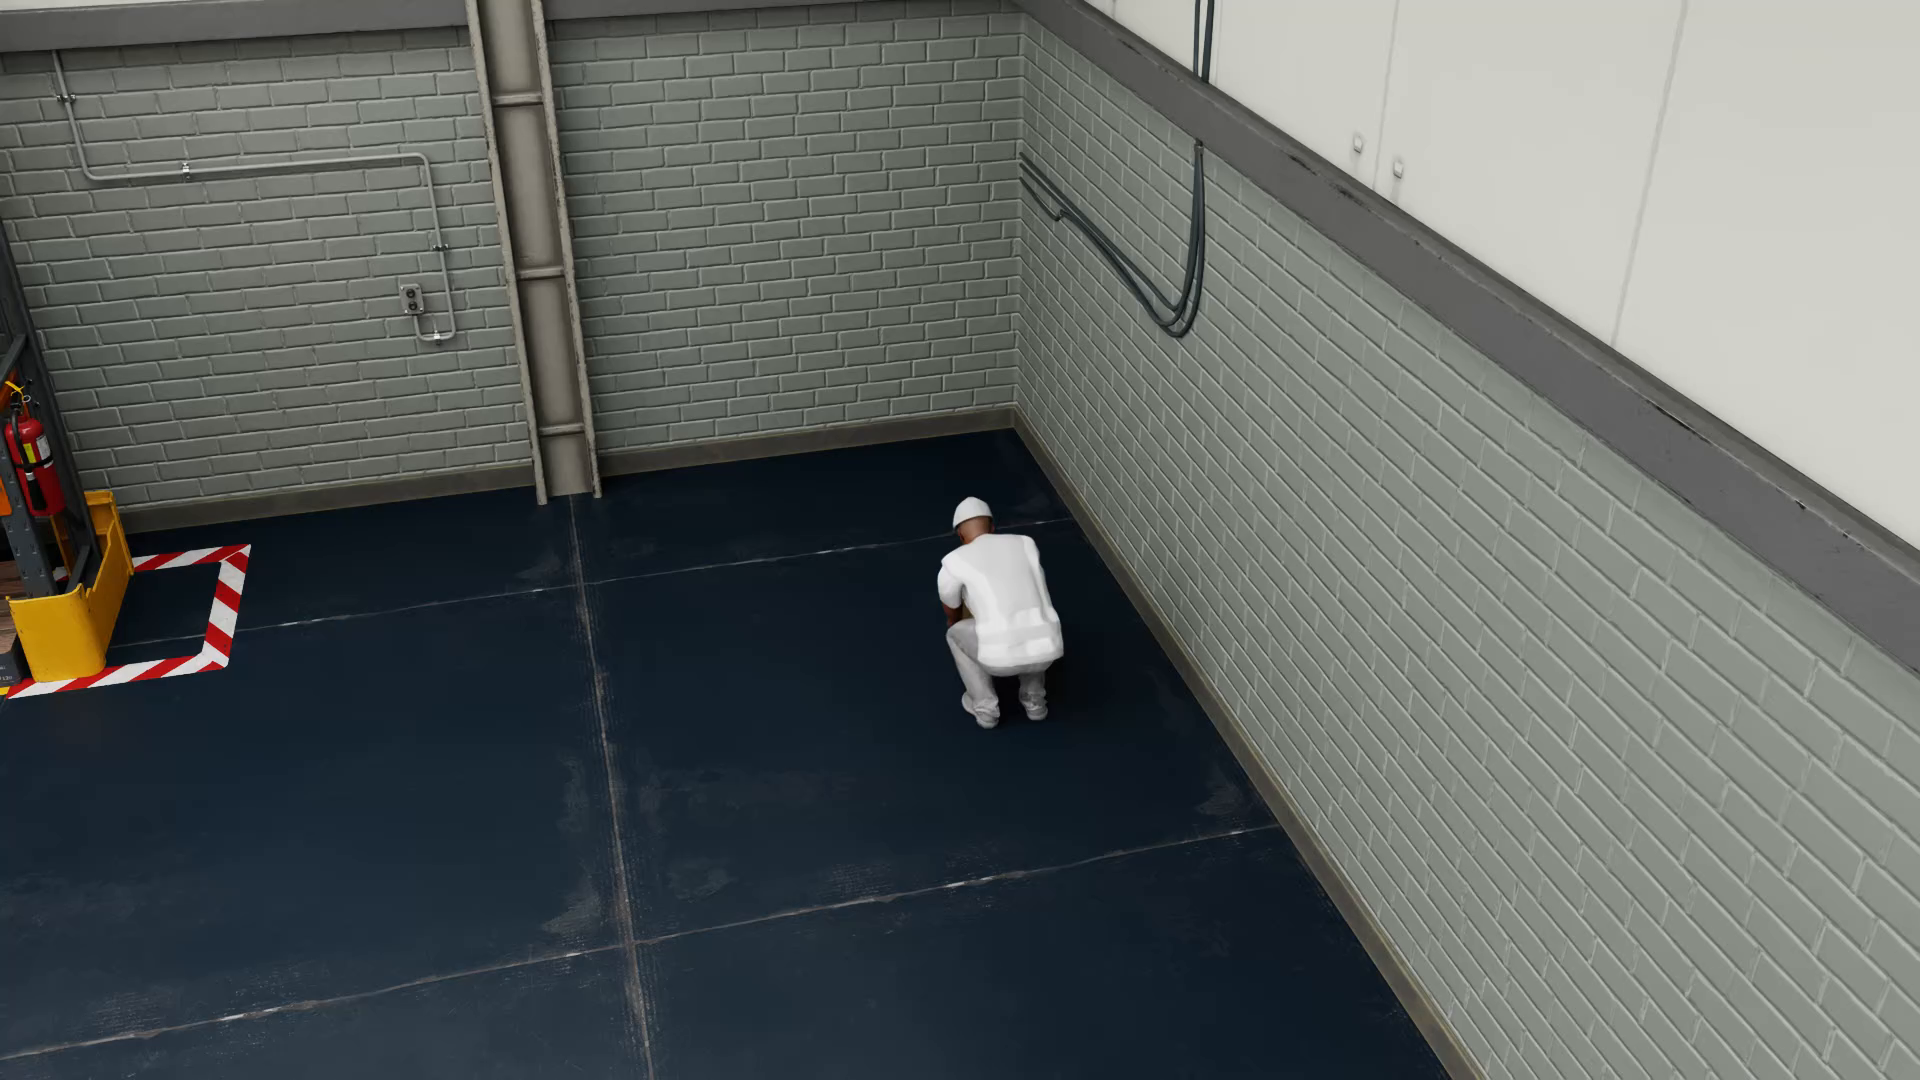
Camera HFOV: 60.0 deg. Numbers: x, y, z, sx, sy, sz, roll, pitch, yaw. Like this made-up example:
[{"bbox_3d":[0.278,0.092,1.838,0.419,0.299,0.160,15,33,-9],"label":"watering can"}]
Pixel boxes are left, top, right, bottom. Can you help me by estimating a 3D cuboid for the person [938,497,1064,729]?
[{"bbox_3d":[0.169,0.364,8.354,0.544,1.008,0.908,-8,31,-14],"label":"person"}]
